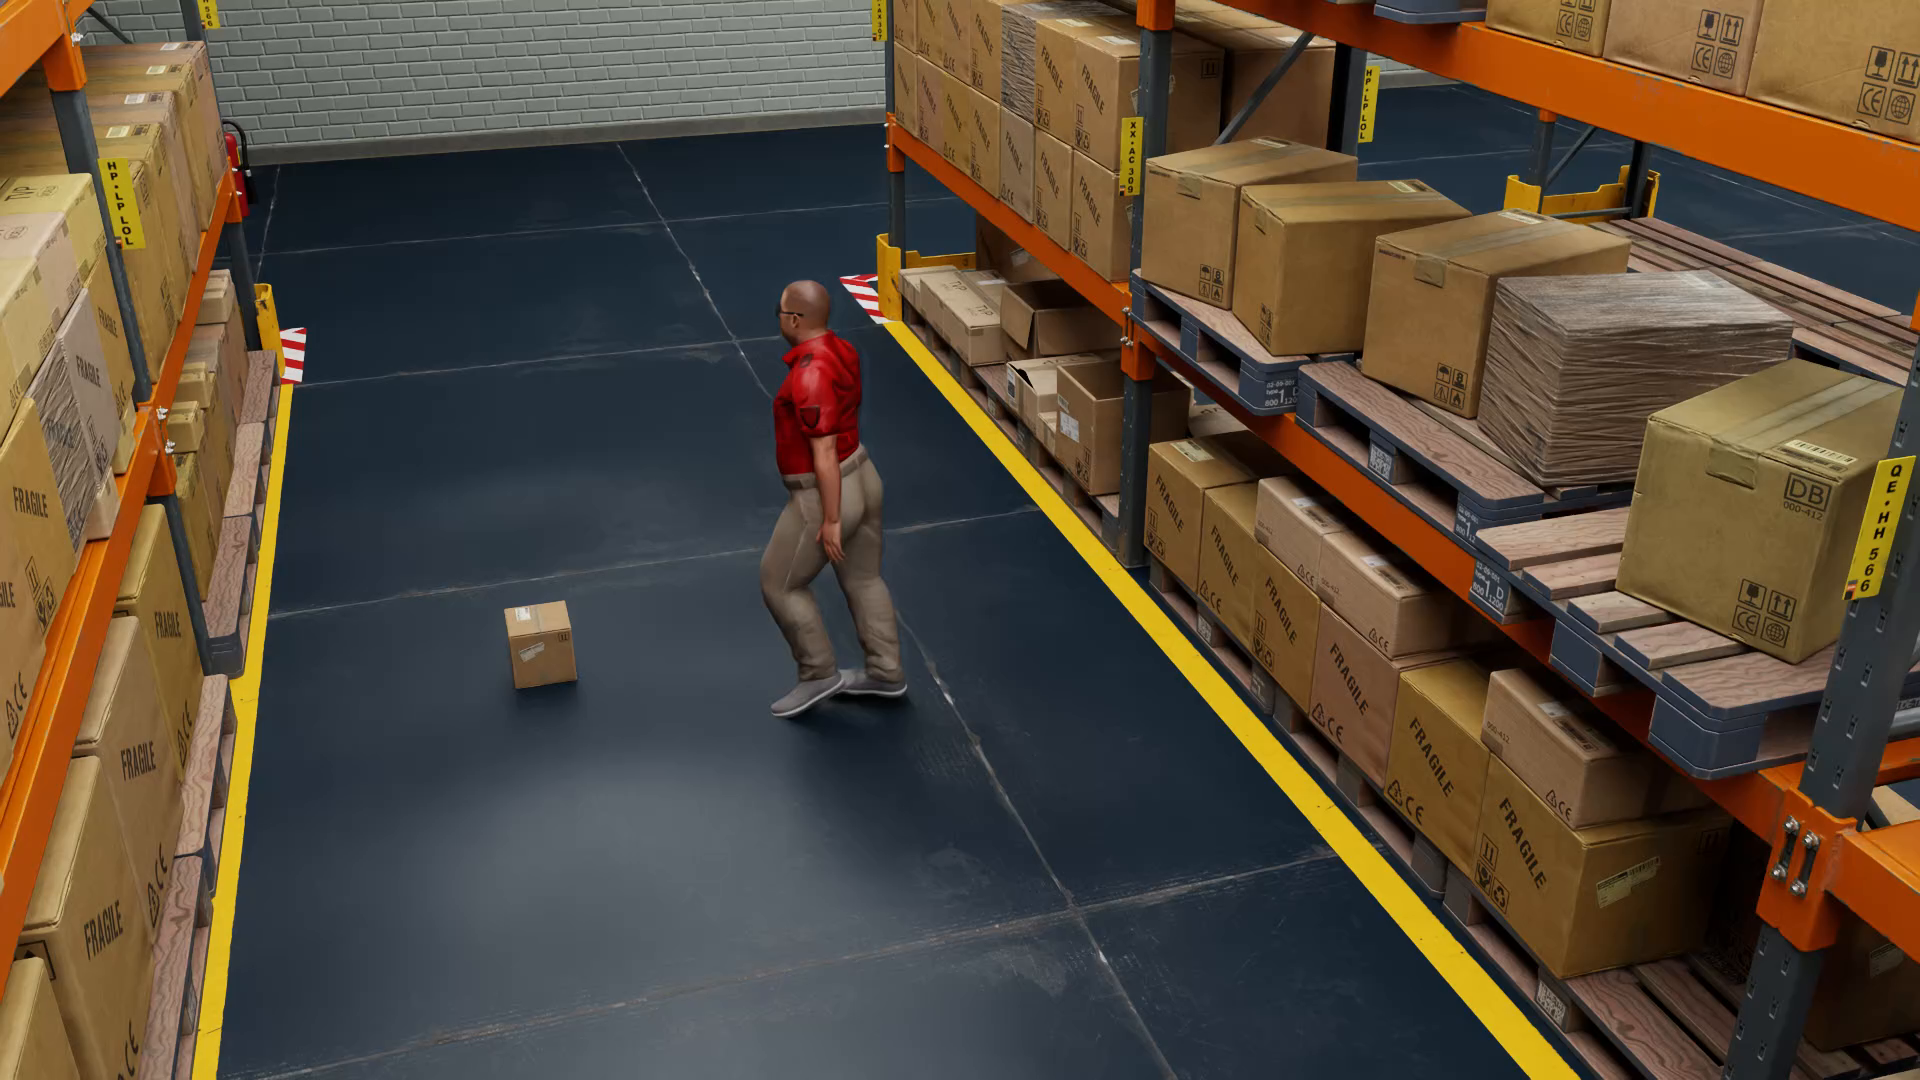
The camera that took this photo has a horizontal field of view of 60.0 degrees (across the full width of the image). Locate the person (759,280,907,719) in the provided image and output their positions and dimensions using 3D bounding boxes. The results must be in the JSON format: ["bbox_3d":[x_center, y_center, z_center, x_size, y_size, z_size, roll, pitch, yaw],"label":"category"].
[{"bbox_3d":[-0.475,-0.139,6.434,0.537,1.753,0.570,9,28,18],"label":"person"}]
